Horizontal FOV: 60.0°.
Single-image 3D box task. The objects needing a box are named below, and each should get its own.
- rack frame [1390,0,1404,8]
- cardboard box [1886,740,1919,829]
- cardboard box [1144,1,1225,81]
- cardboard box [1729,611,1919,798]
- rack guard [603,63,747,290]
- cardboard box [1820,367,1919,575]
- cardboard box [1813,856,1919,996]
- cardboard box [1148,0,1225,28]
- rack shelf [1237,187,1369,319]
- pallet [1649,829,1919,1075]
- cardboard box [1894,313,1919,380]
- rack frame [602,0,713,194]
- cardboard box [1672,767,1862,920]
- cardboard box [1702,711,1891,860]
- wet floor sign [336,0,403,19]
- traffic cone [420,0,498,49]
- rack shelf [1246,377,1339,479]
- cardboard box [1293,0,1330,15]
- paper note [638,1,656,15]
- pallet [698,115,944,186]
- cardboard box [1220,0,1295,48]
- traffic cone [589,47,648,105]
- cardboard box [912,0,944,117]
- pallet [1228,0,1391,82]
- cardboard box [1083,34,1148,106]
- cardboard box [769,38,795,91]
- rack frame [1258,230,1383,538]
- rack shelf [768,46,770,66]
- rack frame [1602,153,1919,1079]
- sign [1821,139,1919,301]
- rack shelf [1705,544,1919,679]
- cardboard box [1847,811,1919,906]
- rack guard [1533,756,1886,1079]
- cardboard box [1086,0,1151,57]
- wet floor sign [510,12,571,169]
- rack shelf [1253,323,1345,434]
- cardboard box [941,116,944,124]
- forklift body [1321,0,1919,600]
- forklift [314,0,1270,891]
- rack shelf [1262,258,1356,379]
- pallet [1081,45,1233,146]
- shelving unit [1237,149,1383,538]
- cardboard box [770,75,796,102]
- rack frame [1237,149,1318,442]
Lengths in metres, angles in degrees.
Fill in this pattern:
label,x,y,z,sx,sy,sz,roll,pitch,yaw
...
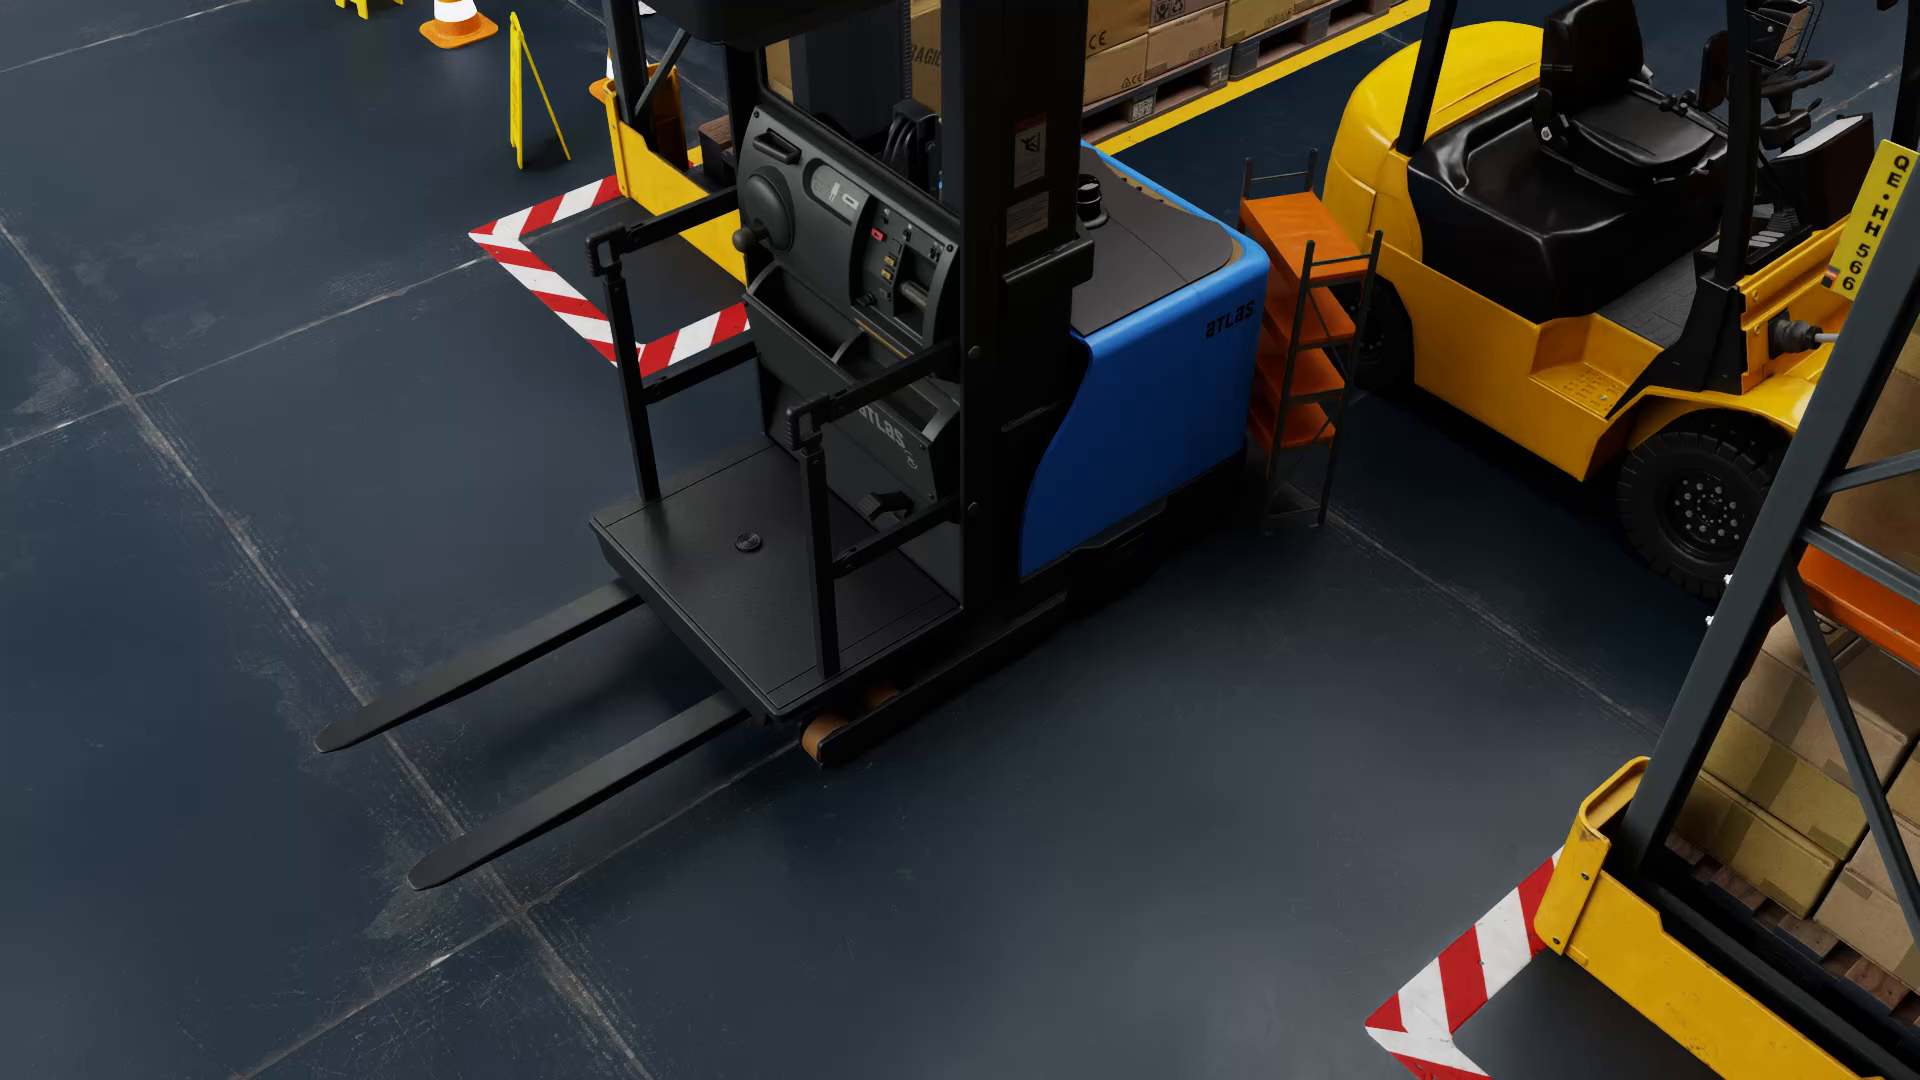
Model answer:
label,x,y,z,sx,sy,sz,roll,pitch,yaw
rack frame,1.969,-4.165,7.993,0.127,3.000,1.000,-30,51,-28
cardboard box,2.578,0.570,3.923,0.500,0.250,0.500,-31,51,-28
cardboard box,0.893,-2.455,7.874,0.500,0.250,0.500,-29,50,-27
cardboard box,2.241,0.316,4.194,0.500,0.250,0.500,-28,50,-27
rack guard,-1.041,-1.530,7.014,0.348,0.500,1.175,-30,51,-28
cardboard box,2.297,-0.193,3.692,0.500,0.500,0.500,-31,51,-29
cardboard box,2.591,0.933,4.267,0.500,0.250,0.500,-30,51,-28
cardboard box,0.908,-2.739,7.629,0.500,0.500,0.500,-27,50,-26
rack shelf,1.089,-0.917,5.276,0.258,0.148,0.480,-10,44,-11
pallet,2.648,0.856,4.685,1.213,0.211,1.003,-30,51,-28
cardboard box,2.175,-0.375,3.412,0.250,0.149,0.380,-29,50,-27
rack frame,-1.099,-2.408,6.123,0.127,3.000,1.000,-30,51,-28
cardboard box,2.246,0.674,4.543,0.500,0.250,0.500,-29,51,-28
cardboard box,2.261,0.486,4.378,0.500,0.250,0.500,-30,51,-28
wet floor sign,-3.104,-3.052,8.528,0.267,0.644,0.232,30,51,28
traffic cone,-2.570,-2.783,8.375,0.334,0.463,0.336,-30,51,-28
rack shelf,1.089,-0.437,5.727,0.258,0.148,0.480,-10,44,-11
cardboard box,1.688,-2.915,8.364,0.500,0.250,0.500,-28,50,-26
paper note,-1.651,-2.786,8.694,0.148,0.019,0.142,22,47,21
pallet,-0.395,-1.763,7.473,1.213,0.211,1.003,-30,51,-28
cardboard box,1.286,-2.676,8.109,0.500,0.250,0.500,-31,51,-29
traffic cone,-1.597,-2.349,7.914,0.334,0.463,0.336,-30,51,-28
cardboard box,-0.285,-2.052,6.898,0.500,0.500,0.500,-32,52,-29
pallet,1.477,-2.835,8.614,1.213,0.211,1.003,-30,51,-28
cardboard box,0.504,-2.234,7.640,0.500,0.250,0.500,-26,49,-25
cardboard box,-0.652,-2.321,7.184,0.500,0.500,0.500,-29,51,-28
rack frame,1.150,-0.469,5.373,0.240,1.200,0.015,-10,44,-11
rack shelf,0.435,-3.024,7.304,4.000,0.370,1.077,-30,51,-28
rack frame,2.088,0.197,3.349,0.127,3.000,1.000,-30,51,-28
sign,1.751,-0.602,3.182,0.005,0.325,0.100,-30,51,-28
rack shelf,3.622,-0.419,4.531,4.000,0.370,1.077,-30,51,-28
cardboard box,2.582,0.767,4.079,0.500,0.250,0.500,-29,50,-27
rack guard,2.070,1.119,4.194,0.348,0.500,1.175,-30,51,-28
cardboard box,0.503,-2.500,7.375,0.500,0.500,0.500,-29,50,-27
wet floor sign,-1.931,-2.028,7.438,0.232,0.644,0.267,-14,45,-14
rack shelf,1.089,-0.582,5.591,0.258,0.148,0.480,-10,44,-11
cardboard box,-0.303,-1.768,7.143,0.500,0.250,0.500,-30,51,-28
forklift body,2.372,-1.284,5.547,1.214,2.155,2.313,-30,51,-28
forklift,-0.485,-0.800,4.461,3.031,2.935,1.130,-29,50,-27
rack shelf,1.089,-0.745,5.438,0.258,0.148,0.480,-10,44,-11
pallet,0.540,-2.296,8.041,1.213,0.211,1.003,-30,51,-28
shelving unit,1.089,-0.631,5.545,0.258,1.200,0.503,-10,44,-11
cardboard box,-0.633,-2.065,7.460,0.500,0.250,0.500,-30,51,-28
rack frame,1.028,-0.793,5.717,0.240,1.200,0.015,-10,44,-11
